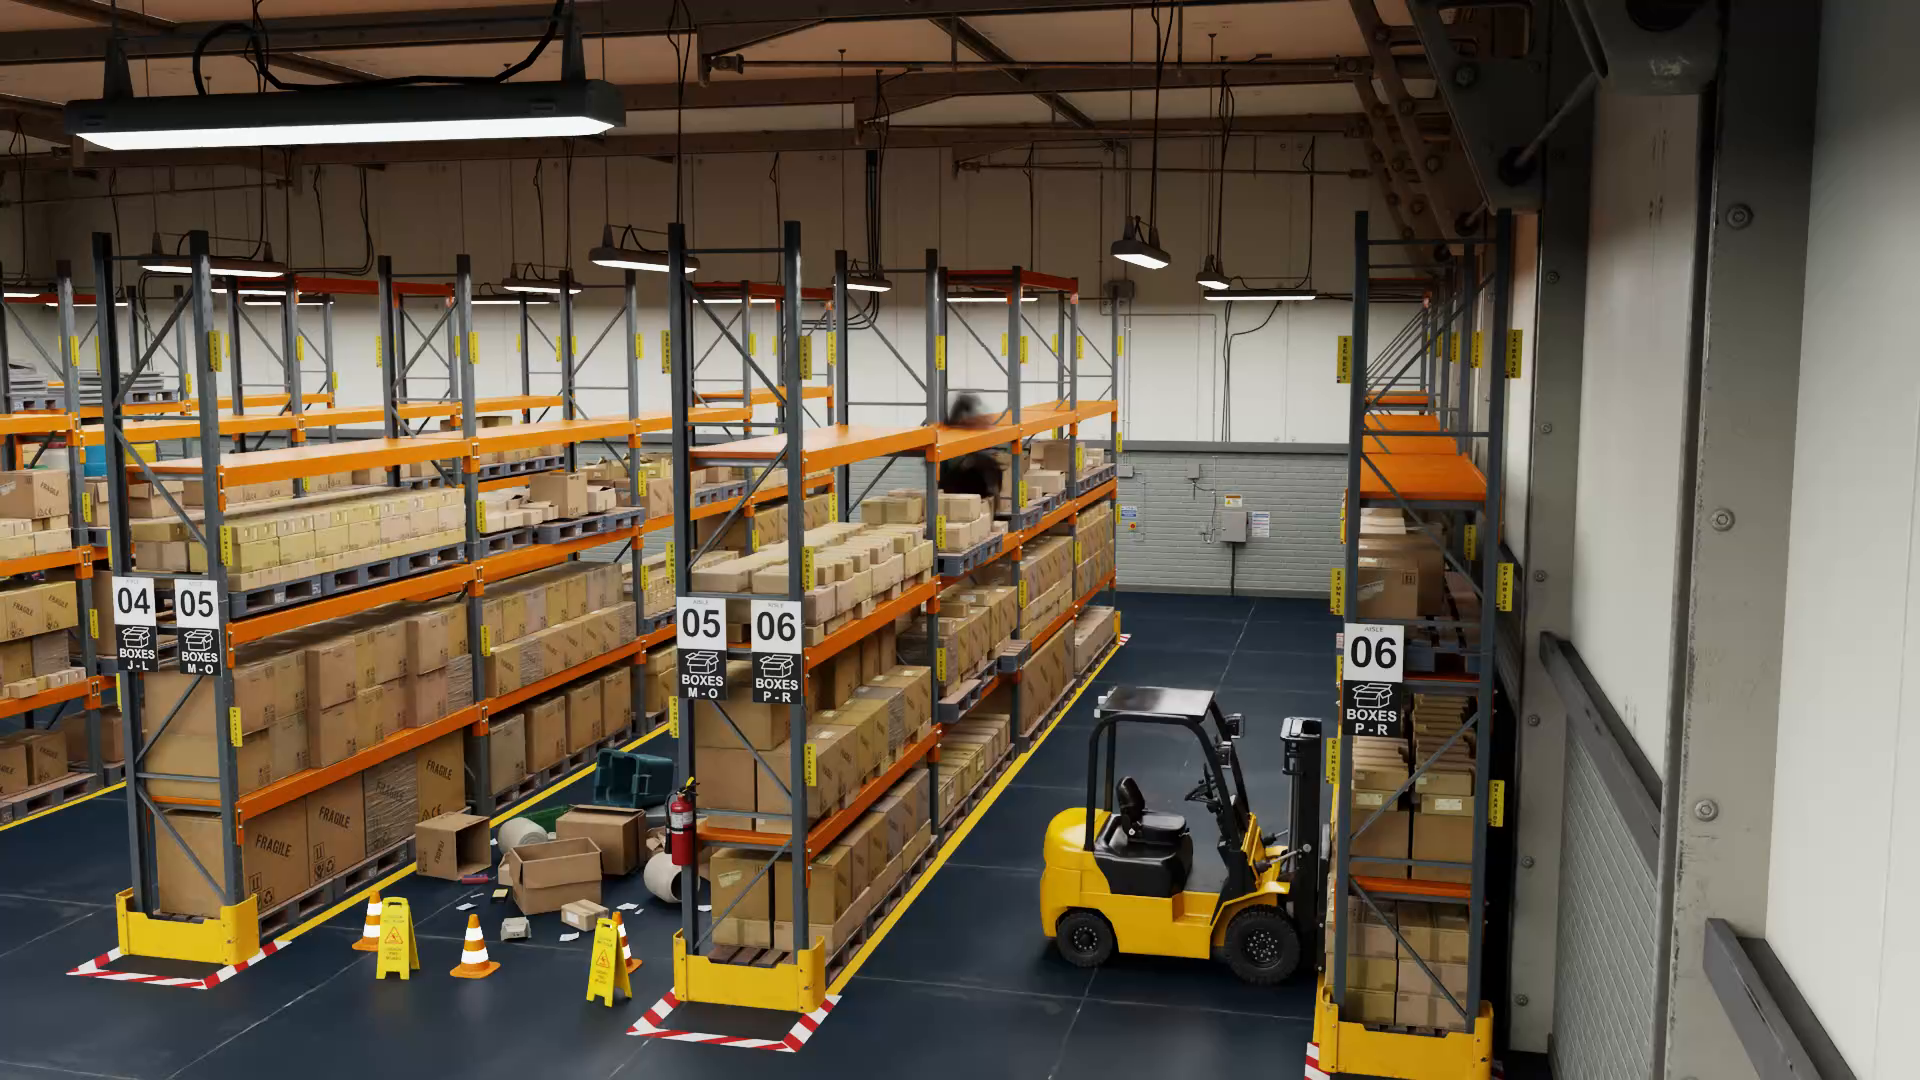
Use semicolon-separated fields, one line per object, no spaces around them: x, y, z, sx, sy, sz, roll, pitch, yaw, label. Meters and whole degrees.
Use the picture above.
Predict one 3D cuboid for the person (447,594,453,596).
-6.907;1.583;22.787;0.592;1.719;0.698;1;7;10;person
